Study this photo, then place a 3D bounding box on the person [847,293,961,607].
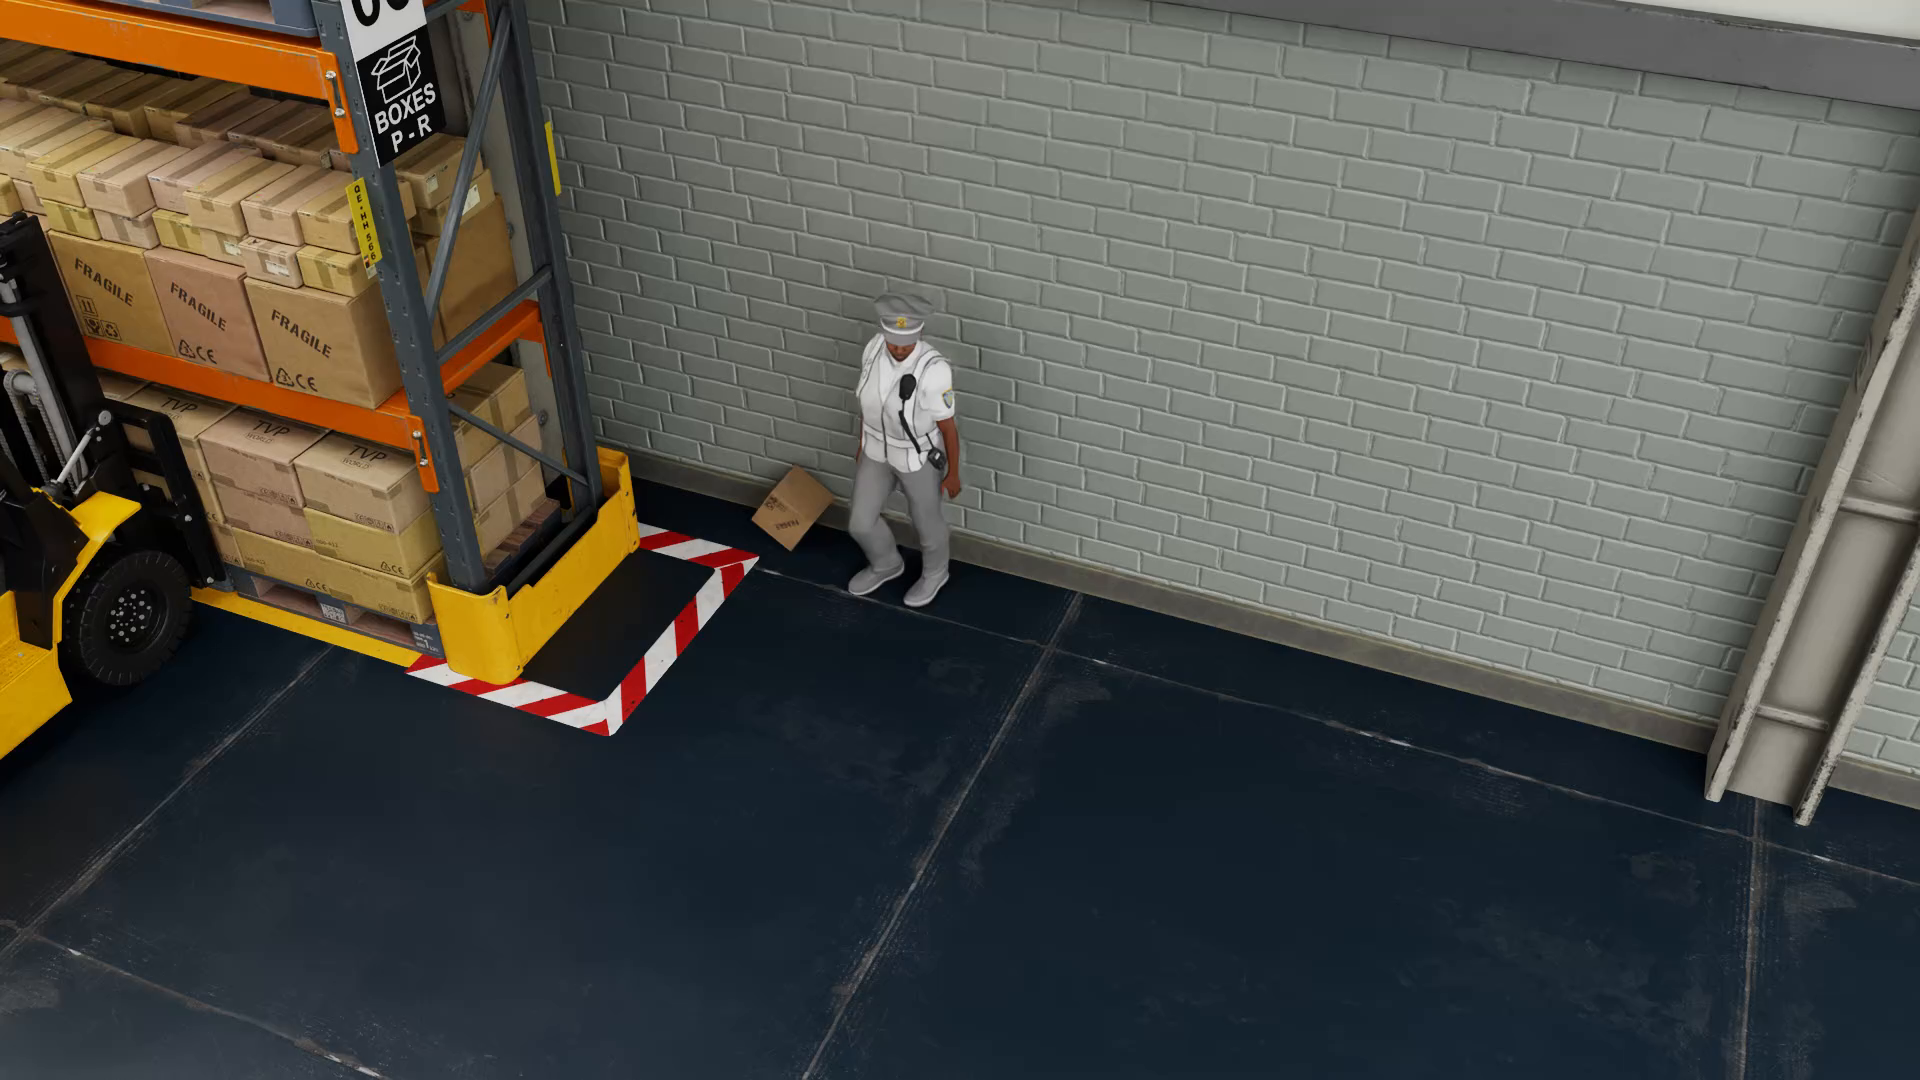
[{"bbox_3d":[-0.246,-0.374,7.300,0.581,1.676,0.459,21,42,25],"label":"person"}]
